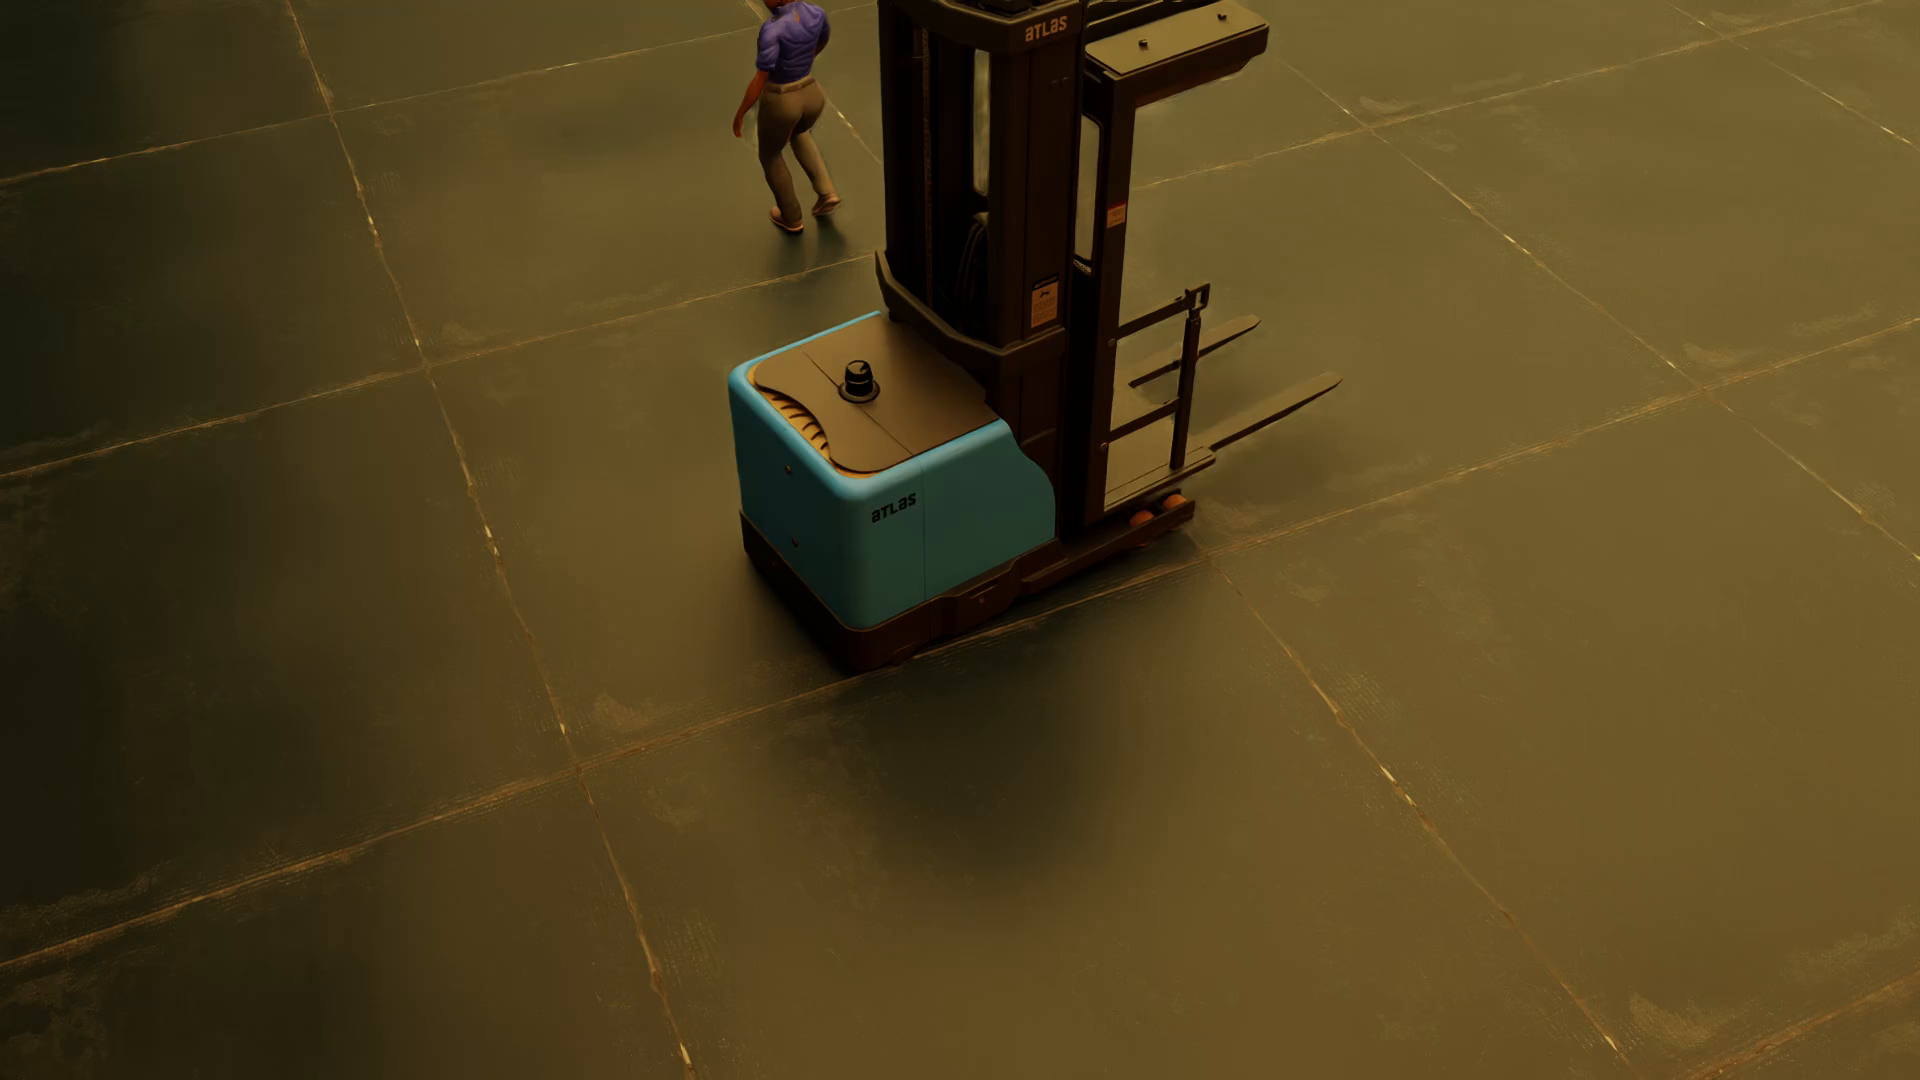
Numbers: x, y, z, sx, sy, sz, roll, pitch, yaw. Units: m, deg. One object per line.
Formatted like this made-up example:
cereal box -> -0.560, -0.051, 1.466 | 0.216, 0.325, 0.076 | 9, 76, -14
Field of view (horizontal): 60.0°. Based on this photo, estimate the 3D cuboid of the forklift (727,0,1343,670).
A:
forklift -> 0.498, -1.317, 7.091 | 3.031, 2.935, 1.130 | -26, 49, -25

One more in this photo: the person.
person -> -1.009, -2.439, 9.259 | 0.685, 1.626, 0.444 | -31, 51, -29
